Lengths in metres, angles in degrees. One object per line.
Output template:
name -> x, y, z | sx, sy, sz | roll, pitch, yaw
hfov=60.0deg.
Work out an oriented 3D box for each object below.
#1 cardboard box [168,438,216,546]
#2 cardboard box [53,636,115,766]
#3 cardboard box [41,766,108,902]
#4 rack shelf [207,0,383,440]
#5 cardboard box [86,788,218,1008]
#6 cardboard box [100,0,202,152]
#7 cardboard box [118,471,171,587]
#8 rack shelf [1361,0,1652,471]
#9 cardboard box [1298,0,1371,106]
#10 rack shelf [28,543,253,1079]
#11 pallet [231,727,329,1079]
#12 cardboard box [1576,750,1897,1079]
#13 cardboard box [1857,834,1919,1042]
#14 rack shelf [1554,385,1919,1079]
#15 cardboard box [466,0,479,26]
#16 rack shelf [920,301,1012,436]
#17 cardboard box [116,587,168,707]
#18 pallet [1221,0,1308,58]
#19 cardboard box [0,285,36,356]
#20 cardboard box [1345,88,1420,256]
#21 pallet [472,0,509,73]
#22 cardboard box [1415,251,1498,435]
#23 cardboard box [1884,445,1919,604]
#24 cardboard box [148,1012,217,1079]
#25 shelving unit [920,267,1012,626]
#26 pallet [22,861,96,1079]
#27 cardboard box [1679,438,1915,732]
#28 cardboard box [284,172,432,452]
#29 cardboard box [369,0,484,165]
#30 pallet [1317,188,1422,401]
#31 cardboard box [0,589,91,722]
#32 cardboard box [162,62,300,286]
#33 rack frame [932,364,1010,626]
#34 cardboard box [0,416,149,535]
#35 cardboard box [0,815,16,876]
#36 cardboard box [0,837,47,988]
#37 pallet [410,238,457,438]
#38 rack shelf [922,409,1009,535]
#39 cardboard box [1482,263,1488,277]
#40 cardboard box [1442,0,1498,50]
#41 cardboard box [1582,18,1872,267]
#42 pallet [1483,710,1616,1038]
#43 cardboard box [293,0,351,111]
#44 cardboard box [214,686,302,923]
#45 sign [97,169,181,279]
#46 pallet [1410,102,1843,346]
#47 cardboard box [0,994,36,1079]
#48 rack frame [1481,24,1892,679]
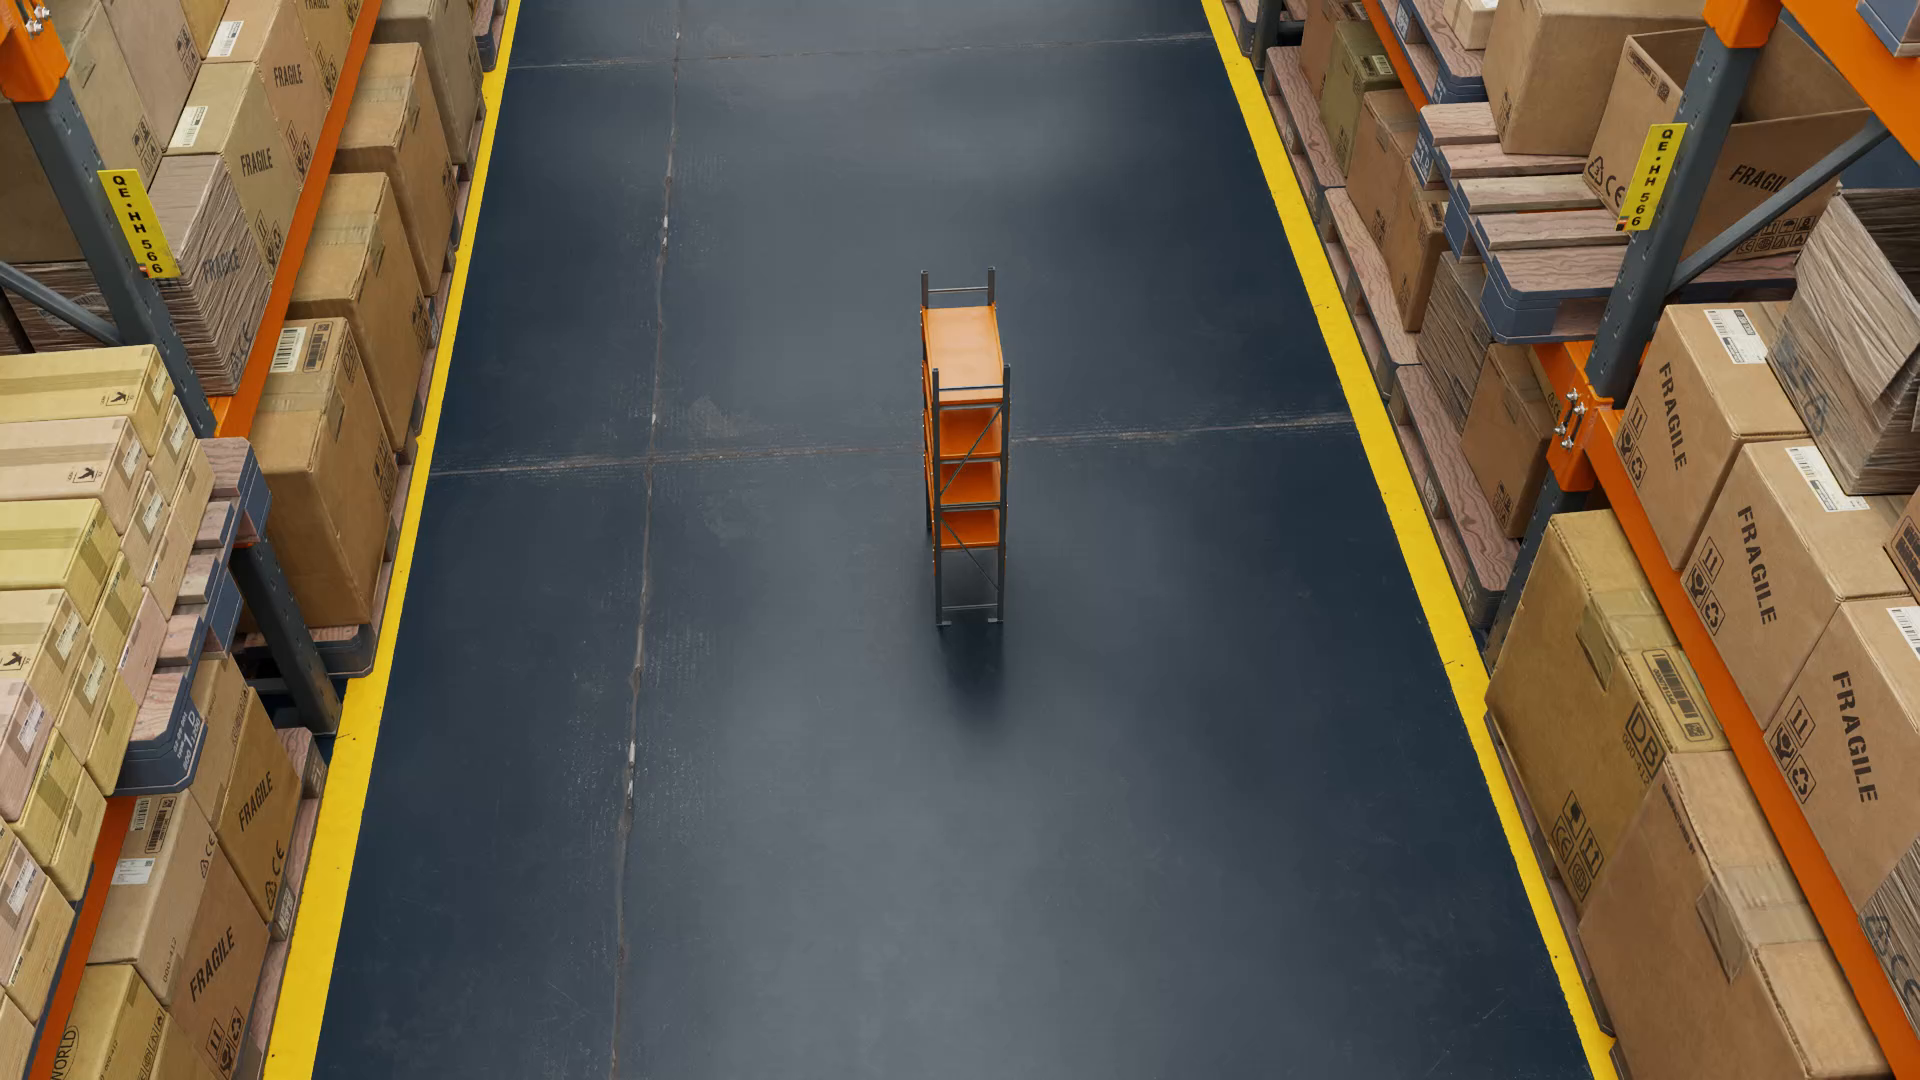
cardboard box -> -2.110, -0.112, 4.173 | 0.380, 0.149, 0.250 | -3, 47, -3
cardboard box -> -2.046, 0.351, 3.530 | 0.380, 0.149, 0.250 | -3, 47, -3
cardboard box -> -2.028, 0.629, 3.472 | 0.380, 0.149, 0.250 | -5, 47, -5
rack shelf -> -2.777, -1.582, 6.178 | 1.077, 0.370, 4.000 | -3, 47, -3
cardboard box -> -2.238, 0.918, 4.230 | 0.500, 0.250, 0.500 | -3, 47, -3
cardboard box -> -2.681, -1.452, 4.802 | 0.700, 0.500, 0.500 | -4, 47, -4
cardboard box -> -2.091, -0.020, 3.882 | 0.380, 0.149, 0.250 | -2, 47, -2
rack shelf -> 2.174, -1.810, 6.394 | 1.077, 0.370, 4.000 | -3, 47, -3
cardboard box -> 2.036, -2.351, 7.829 | 0.700, 0.500, 0.500 | -7, 47, -6
rack shelf -> -2.442, 1.312, 3.437 | 1.077, 0.370, 4.000 | -3, 47, -3
pallet -> -2.546, 1.142, 5.023 | 1.003, 0.211, 1.213 | -3, 47, -3
cardboard box -> 2.445, 1.121, 4.296 | 1.225, 0.875, 0.875 | -3, 47, -3
cardboard box -> 2.243, 0.828, 3.331 | 0.500, 0.500, 0.500 | -3, 47, -3
rack shelf -> 2.509, 1.084, 3.653 | 1.077, 0.370, 4.000 | -3, 47, -3
cardboard box -> -2.928, -3.150, 8.341 | 0.875, 0.875, 0.875 | -3, 47, -3
rack shelf -> 0.014, -0.563, 5.416 | 0.258, 0.148, 0.480 | -3, 47, -3
cardboard box -> -2.069, 0.254, 3.827 | 0.380, 0.149, 0.250 | -3, 47, -3
pallet -> 1.915, -3.030, 8.974 | 1.003, 0.211, 1.213 | -3, 47, -3
cardboard box -> -2.915, -0.726, 4.803 | 0.500, 0.500, 0.500 | -3, 47, -3
cardboard box -> 2.105, -1.600, 7.118 | 0.700, 0.500, 0.500 | -7, 47, -7
pallet -> -2.930, -2.873, 8.825 | 1.003, 0.211, 1.213 | -3, 47, -3
cardboard box -> 2.206, -0.787, 6.348 | 0.700, 0.500, 0.500 | -7, 47, -7
cardboard box -> 2.438, 0.011, 3.413 | 0.797, 0.503, 0.637 | -3, 47, -2
cardboard box -> -2.194, 1.550, 4.148 | 0.500, 0.500, 0.500 | -5, 47, -5
shelving unit -> 0.014, -0.293, 5.701 | 0.258, 1.200, 0.503 | -3, 47, -3
pallet -> -2.403, 1.113, 3.262 | 1.003, 0.211, 1.213 | -3, 47, -3
cardboard box -> 2.156, 0.096, 4.024 | 0.500, 0.500, 0.500 | -5, 47, -4
cardboard box -> -2.648, -0.832, 6.232 | 1.050, 0.750, 0.750 | -3, 47, -3
cardboard box -> -2.803, -2.204, 7.531 | 1.050, 0.750, 0.750 | -4, 47, -3
pallet -> 2.178, -1.098, 7.145 | 1.003, 0.211, 1.213 | -3, 47, -3
cardboard box -> -2.045, 0.246, 3.425 | 0.380, 0.149, 0.250 | -2, 47, -2
cardboard box -> -2.424, -1.126, 5.181 | 0.500, 0.500, 0.500 | -4, 47, -4
rack frame -> 0.034, -0.116, 5.534 | 0.240, 1.200, 0.015 | -3, 47, -3
cardboard box -> -2.093, -0.136, 3.787 | 0.380, 0.149, 0.250 | -4, 47, -4
cardboard box -> -2.006, 0.617, 3.073 | 0.380, 0.149, 0.250 | -1, 47, -1
cardboard box -> -2.004, 0.720, 3.181 | 0.380, 0.149, 0.250 | -2, 47, -2
pallet -> -2.700, -0.879, 6.937 | 1.003, 0.211, 1.213 | -3, 47, -3
rack shelf -> 0.014, -0.247, 5.750 | 0.258, 0.148, 0.480 | -3, 47, -3
cardboard box -> 2.201, -1.027, 6.058 | 0.500, 0.250, 0.500 | 1, 47, 1
cardboard box -> 1.933, -1.899, 5.786 | 0.396, 0.266, 0.258 | -5, 47, -4
cardboard box -> 2.256, -1.178, 4.942 | 0.500, 0.500, 0.500 | -9, 47, -8
pallet -> 2.332, 0.923, 5.230 | 1.003, 0.211, 1.213 | -3, 47, -3
cardboard box -> -2.505, -1.851, 5.868 | 0.500, 0.500, 0.500 | -4, 47, -4
cardboard box -> -2.294, 0.793, 4.866 | 0.500, 0.500, 0.500 | -4, 47, -3
sign -> -2.070, -0.793, 4.192 | 0.100, 0.325, 0.005 | -3, 47, -3
pallet -> 2.175, -1.054, 5.314 | 1.213, 0.211, 1.003 | -3, 47, -3
cardboard box -> -1.982, 1.014, 3.108 | 0.380, 0.149, 0.250 | -5, 47, -5
rack frame -> 2.341, -0.611, 4.763 | 1.000, 3.000, 0.127 | -3, 47, -3
